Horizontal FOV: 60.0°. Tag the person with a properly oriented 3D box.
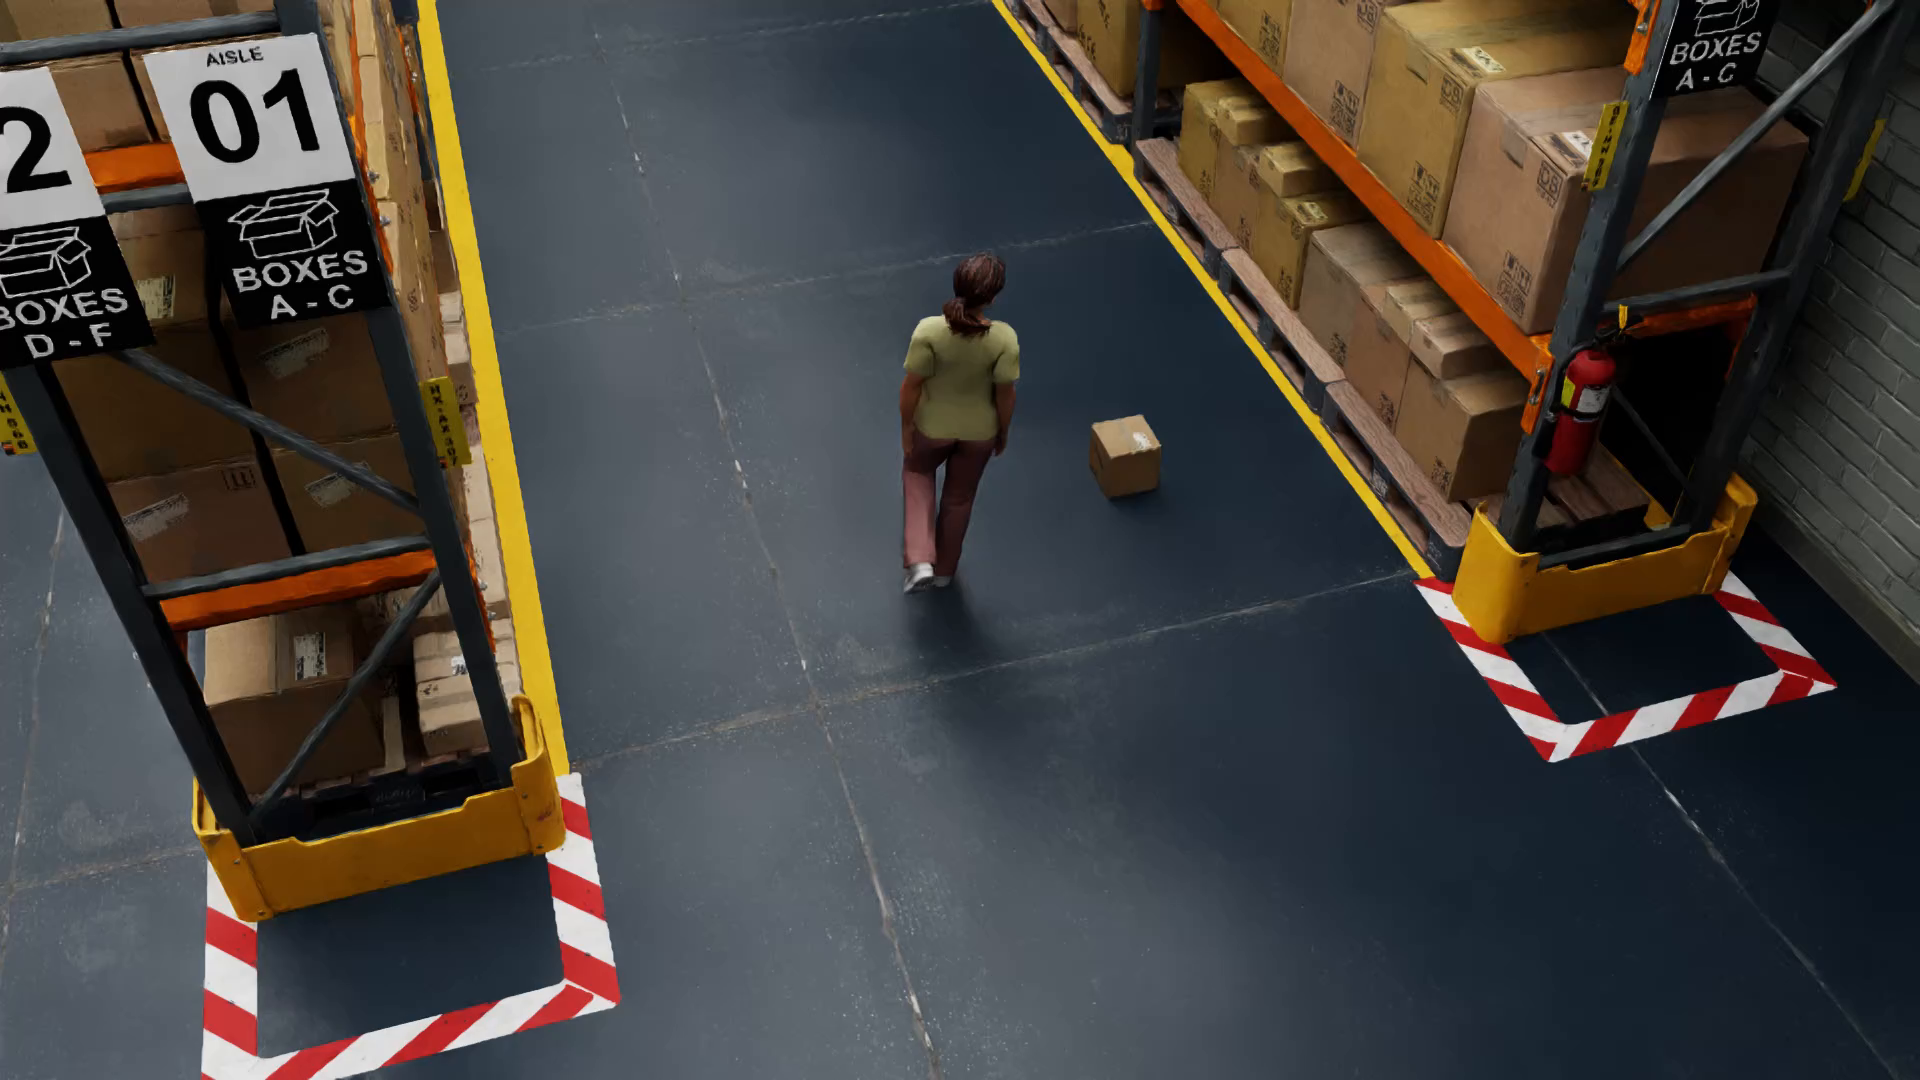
[{"bbox_3d":[-0.007,-0.427,6.610,0.474,1.653,0.547,0,42,0],"label":"person"}]
